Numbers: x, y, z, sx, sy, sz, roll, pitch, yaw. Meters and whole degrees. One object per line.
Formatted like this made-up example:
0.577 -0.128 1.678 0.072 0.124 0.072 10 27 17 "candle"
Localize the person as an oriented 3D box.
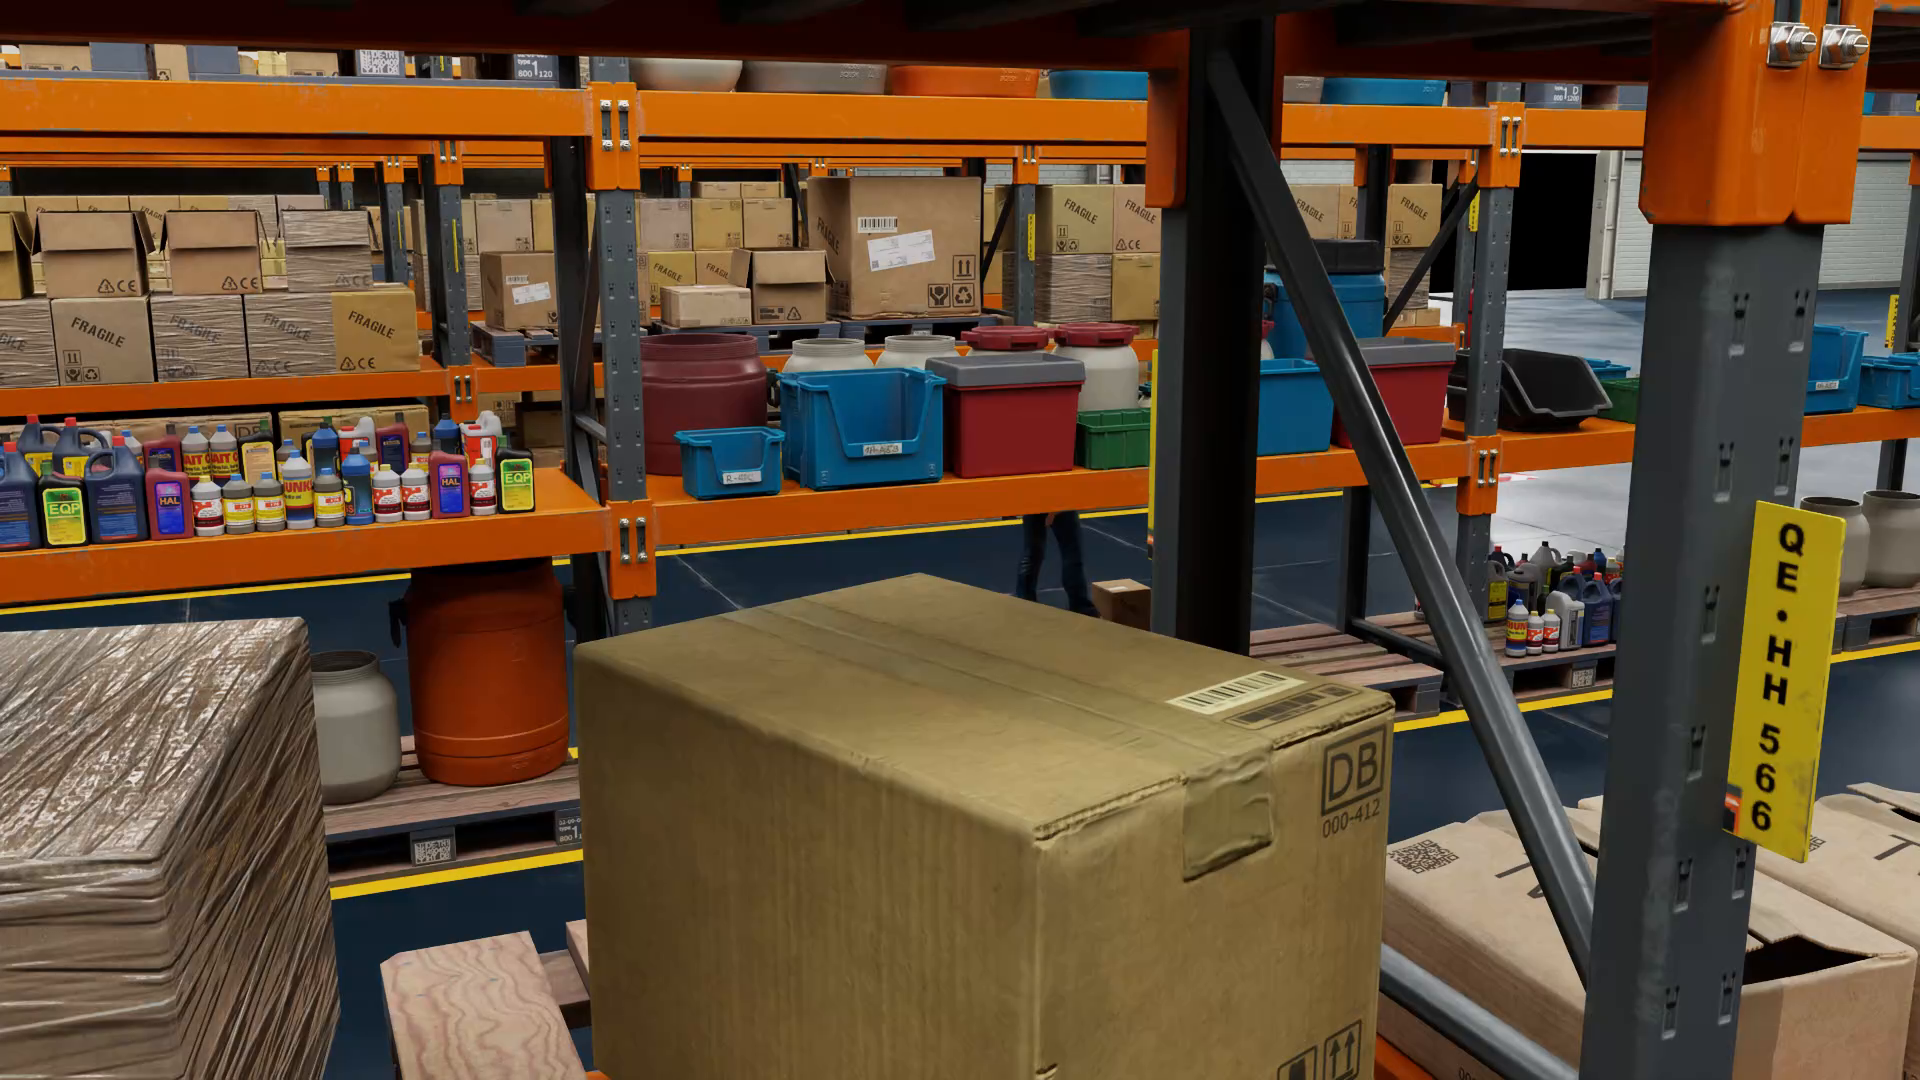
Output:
0.561 -0.258 9.142 0.583 1.593 0.424 -7 14 -29 "person"
